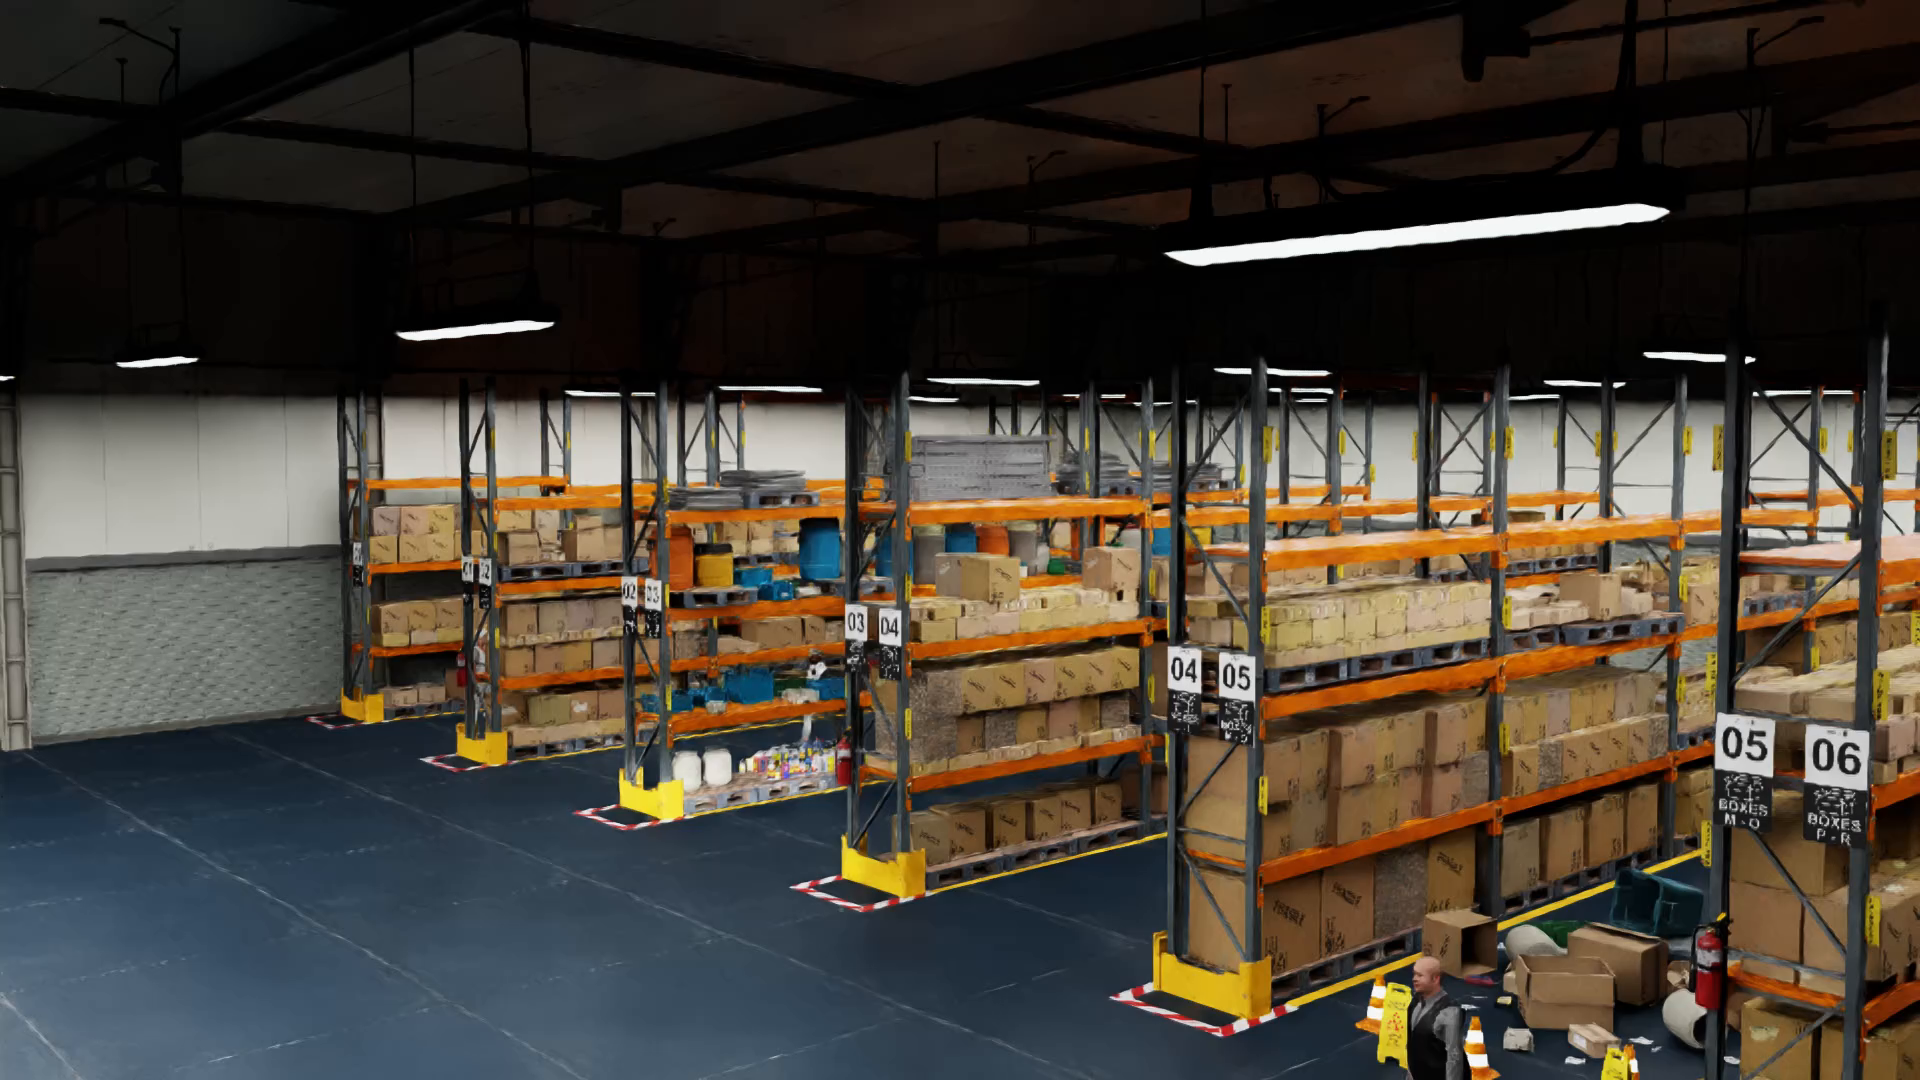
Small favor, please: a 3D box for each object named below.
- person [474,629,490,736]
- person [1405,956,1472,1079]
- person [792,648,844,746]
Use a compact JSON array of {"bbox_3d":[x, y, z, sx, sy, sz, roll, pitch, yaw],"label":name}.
[{"bbox_3d":[-8.074,2.400,28.239,0.442,1.792,0.606,1,4,18],"label":"person"},{"bbox_3d":[3.161,3.603,11.093,0.952,1.673,0.580,-1,4,-18],"label":"person"},{"bbox_3d":[-2.299,2.560,27.215,0.998,1.622,0.463,-3,5,-43],"label":"person"}]
